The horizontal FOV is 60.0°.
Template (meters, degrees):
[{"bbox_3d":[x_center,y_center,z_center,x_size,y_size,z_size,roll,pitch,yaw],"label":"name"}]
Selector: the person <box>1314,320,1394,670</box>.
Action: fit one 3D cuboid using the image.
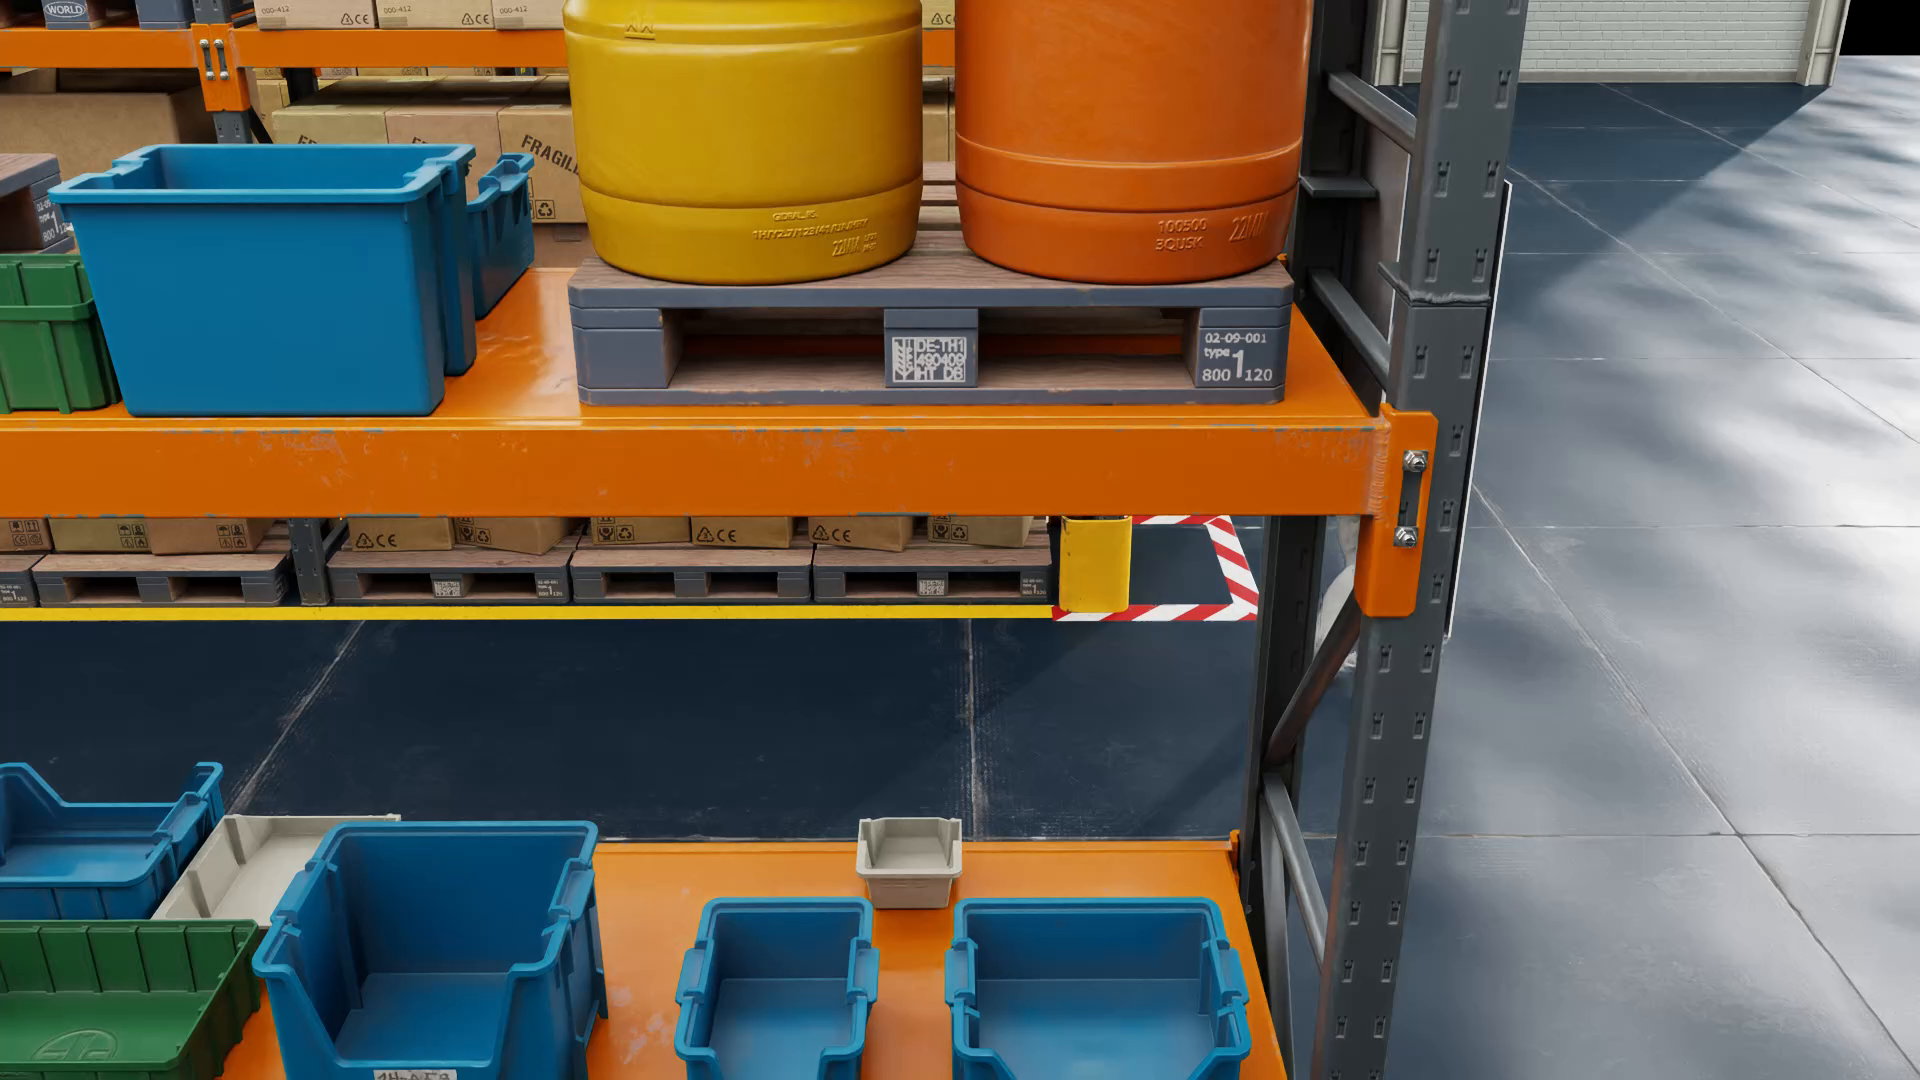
[{"bbox_3d":[1.924,-0.221,7.612,0.564,1.593,0.926,19,30,36],"label":"person"}]
